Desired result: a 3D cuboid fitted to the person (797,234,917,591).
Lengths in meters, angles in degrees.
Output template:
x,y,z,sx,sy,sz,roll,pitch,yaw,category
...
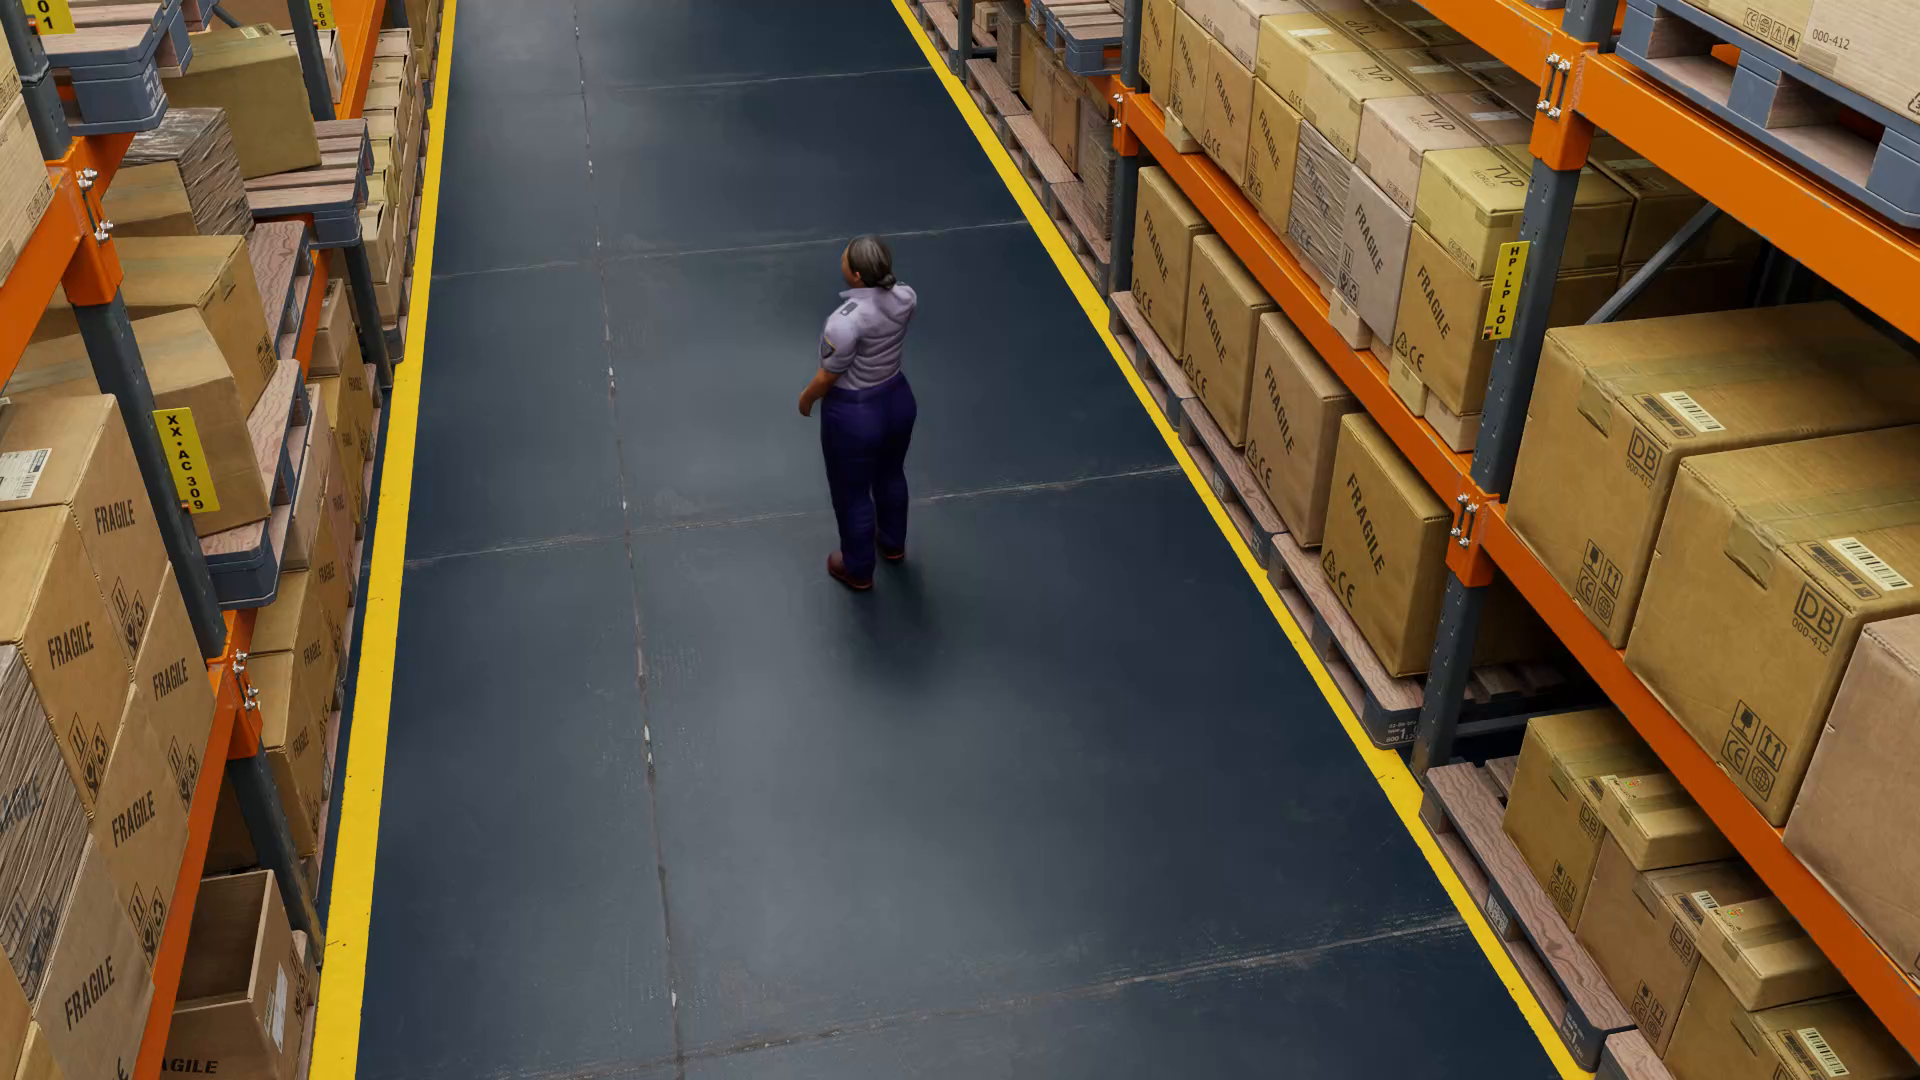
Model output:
x,y,z,sx,sy,sz,roll,pitch,yaw,category
-0.410,-0.551,6.948,0.456,1.654,0.551,26,42,32,person
